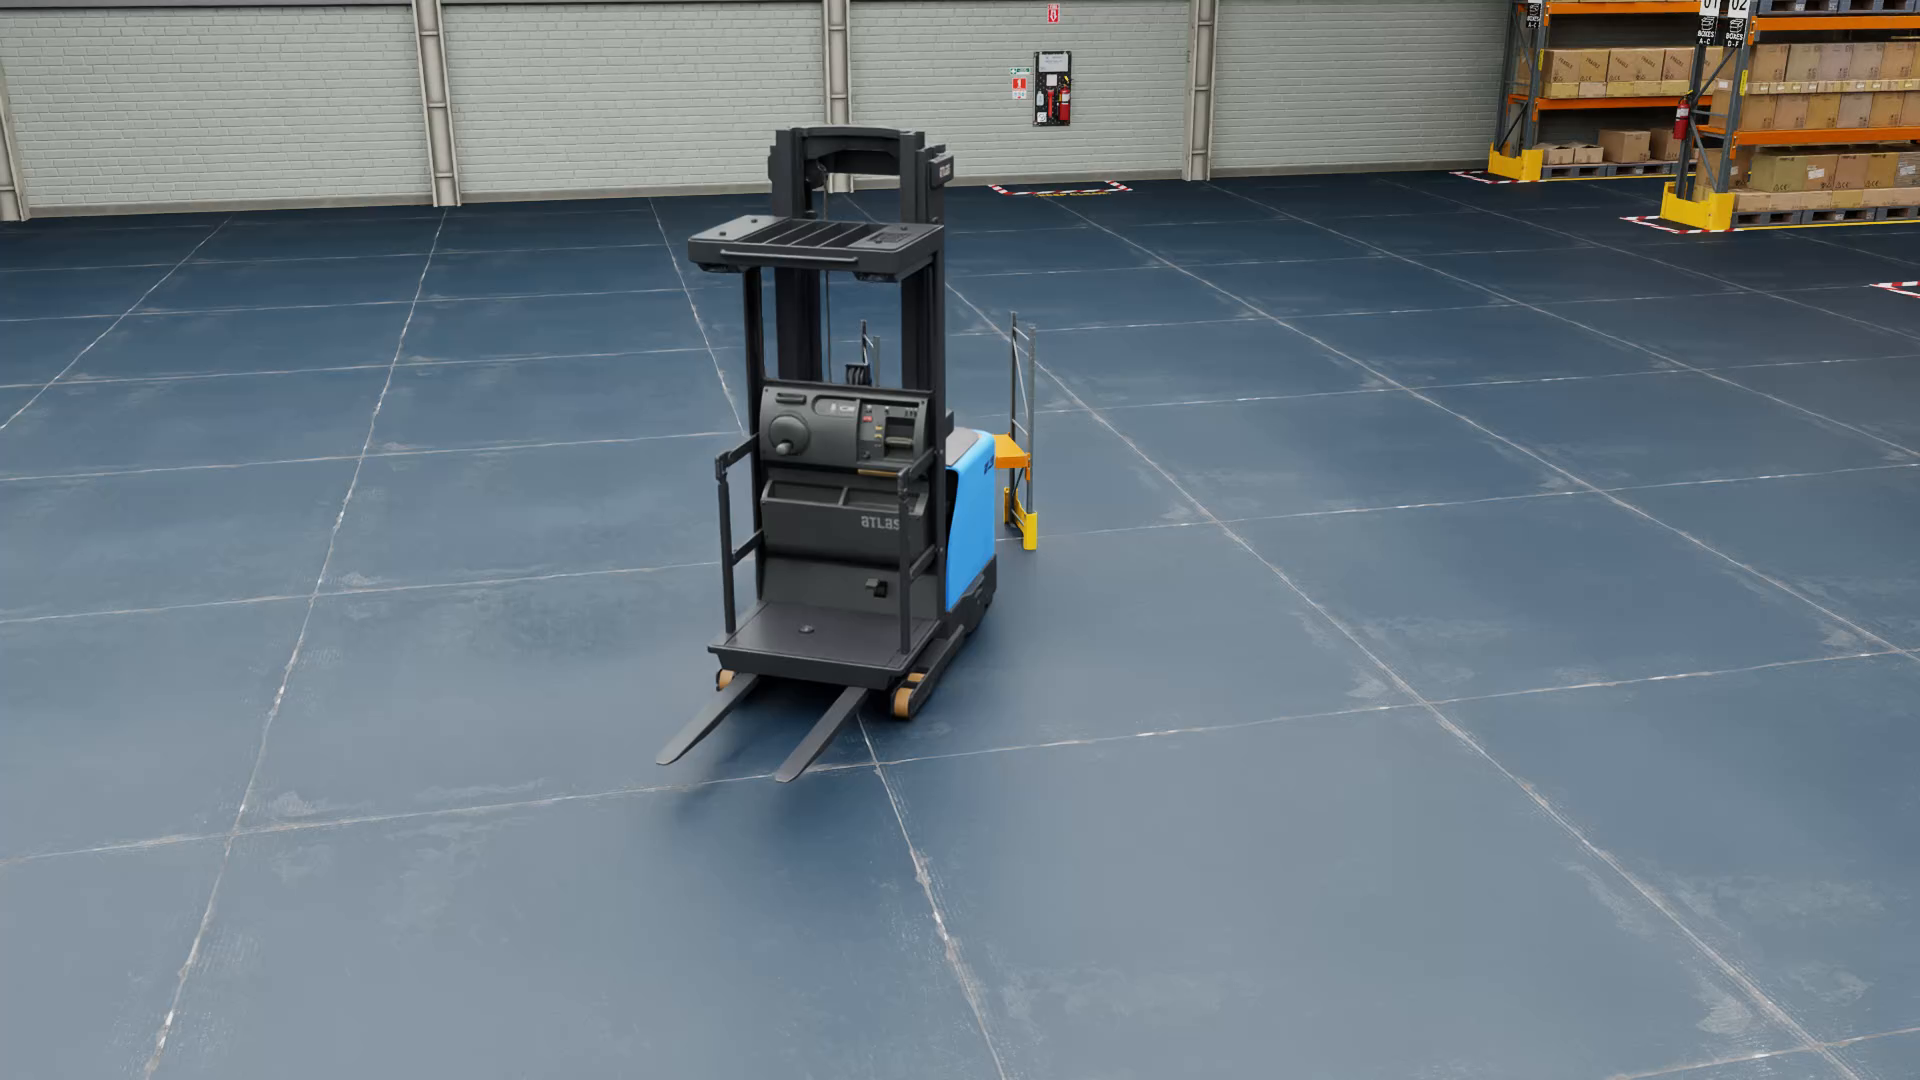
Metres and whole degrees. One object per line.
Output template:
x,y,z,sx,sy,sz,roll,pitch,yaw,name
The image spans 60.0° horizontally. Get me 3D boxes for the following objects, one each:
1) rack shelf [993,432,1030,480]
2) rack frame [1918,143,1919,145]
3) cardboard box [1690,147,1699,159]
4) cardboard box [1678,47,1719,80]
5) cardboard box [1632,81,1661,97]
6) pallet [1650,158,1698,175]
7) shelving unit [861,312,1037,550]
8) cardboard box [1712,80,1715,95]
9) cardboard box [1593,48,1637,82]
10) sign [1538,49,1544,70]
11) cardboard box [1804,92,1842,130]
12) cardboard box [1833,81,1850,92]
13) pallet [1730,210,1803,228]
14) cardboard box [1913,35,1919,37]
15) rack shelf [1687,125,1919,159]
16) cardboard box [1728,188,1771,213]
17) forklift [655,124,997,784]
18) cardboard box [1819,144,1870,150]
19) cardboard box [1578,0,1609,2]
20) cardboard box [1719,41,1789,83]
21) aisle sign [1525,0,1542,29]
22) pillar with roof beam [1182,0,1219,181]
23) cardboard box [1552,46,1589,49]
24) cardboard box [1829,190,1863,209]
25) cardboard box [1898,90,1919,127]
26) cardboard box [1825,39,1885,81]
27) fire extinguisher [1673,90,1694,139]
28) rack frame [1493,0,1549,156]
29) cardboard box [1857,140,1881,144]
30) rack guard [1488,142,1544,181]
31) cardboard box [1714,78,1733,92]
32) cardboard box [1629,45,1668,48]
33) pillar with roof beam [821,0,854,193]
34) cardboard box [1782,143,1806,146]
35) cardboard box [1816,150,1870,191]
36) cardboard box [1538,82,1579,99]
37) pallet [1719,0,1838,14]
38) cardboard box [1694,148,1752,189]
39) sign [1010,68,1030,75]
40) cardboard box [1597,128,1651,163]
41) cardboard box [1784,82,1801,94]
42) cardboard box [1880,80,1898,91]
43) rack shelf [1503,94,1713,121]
-0.083,-0.529,11.100,1.000,0.185,0.538,-5,21,-12,rack shelf
14.322,-6.218,23.928,0.127,3.000,1.000,-5,21,-12,rack frame
12.665,-6.699,28.722,0.250,0.166,0.380,-7,21,-20,cardboard box
12.305,-7.984,27.849,0.500,0.500,0.500,-5,21,-13,cardboard box
11.326,-7.554,27.764,0.500,0.250,0.500,-4,21,-12,cardboard box
12.533,-6.501,28.756,1.213,0.211,1.003,-5,21,-12,pallet
-0.074,-0.698,11.040,1.083,1.500,0.587,-5,21,-12,shelving unit
12.787,-7.676,28.096,0.500,0.250,0.500,-5,21,-12,cardboard box
10.807,-7.862,27.515,0.500,0.500,0.500,-5,21,-14,cardboard box
9.411,-7.784,26.944,0.005,0.325,0.100,-5,21,-12,sign
11.881,-6.061,23.355,0.500,0.500,0.700,-5,21,-12,cardboard box
12.114,-6.314,23.103,0.250,0.149,0.380,-5,21,-13,cardboard box
11.164,-4.666,23.746,1.213,0.211,1.003,-5,21,-12,pallet
16.742,-8.713,29.011,0.250,0.149,0.380,-7,21,-20,cardboard box
12.376,-5.722,23.619,4.000,0.370,1.077,-5,21,-12,rack shelf
11.003,-4.775,23.377,0.500,0.250,0.500,-5,21,-12,cardboard box
-0.683,-0.586,8.653,1.130,2.935,3.031,6,21,16,forklift
12.826,-5.465,24.169,0.500,0.500,0.500,-5,21,-12,cardboard box
10.200,-8.997,26.980,0.500,0.500,0.500,-3,20,-9,cardboard box
10.938,-6.594,22.924,0.500,0.500,0.700,-5,21,-12,cardboard box
9.285,-8.674,26.852,0.004,0.787,0.394,-5,21,-12,aisle sign
4.920,-8.805,22.269,0.400,9.000,9.100,-5,21,-12,pillar with roof beam
10.188,-7.995,27.878,0.500,0.500,0.500,-4,21,-12,cardboard box
12.463,-4.893,23.699,0.500,0.250,0.500,-5,21,-12,cardboard box
13.380,-6.184,23.689,0.500,0.500,0.700,-5,21,-13,cardboard box
12.427,-6.717,23.260,0.500,0.500,0.700,-5,21,-12,cardboard box
10.208,-6.011,23.476,0.183,0.674,0.296,-5,21,-12,fire extinguisher
9.286,-7.559,27.589,0.127,3.000,1.000,-5,21,-12,rack frame
15.855,-7.149,29.464,0.500,0.500,0.700,-5,21,-13,cardboard box
9.360,-6.391,28.036,0.348,0.500,1.175,-5,21,-12,rack guard
10.757,-6.347,23.191,0.250,0.149,0.380,-5,21,-13,cardboard box
11.683,-8.122,28.225,0.500,0.500,0.500,-4,21,-11,cardboard box
-0.919,-8.330,20.972,0.400,9.000,9.100,-5,21,-12,pillar with roof beam
14.382,-7.030,29.139,0.500,0.500,0.700,-5,21,-14,cardboard box
12.463,-5.245,23.569,0.500,0.500,0.500,-5,21,-12,cardboard box
9.834,-7.430,27.427,0.500,0.250,0.500,-5,21,-14,cardboard box
11.124,-7.315,22.692,1.213,0.211,1.003,-5,21,-12,pallet
10.883,-5.301,23.723,0.500,0.500,0.500,-5,21,-12,cardboard box
0.960,-7.500,26.606,0.331,0.109,0.001,-5,21,-12,sign
11.260,-6.703,28.247,0.500,0.500,0.700,-6,21,-16,cardboard box
11.360,-6.253,22.935,0.250,0.149,0.380,-5,21,-12,cardboard box
12.871,-6.376,23.271,0.250,0.149,0.380,-4,21,-11,cardboard box
11.232,-7.380,28.145,4.000,0.370,1.077,-5,21,-12,rack shelf
